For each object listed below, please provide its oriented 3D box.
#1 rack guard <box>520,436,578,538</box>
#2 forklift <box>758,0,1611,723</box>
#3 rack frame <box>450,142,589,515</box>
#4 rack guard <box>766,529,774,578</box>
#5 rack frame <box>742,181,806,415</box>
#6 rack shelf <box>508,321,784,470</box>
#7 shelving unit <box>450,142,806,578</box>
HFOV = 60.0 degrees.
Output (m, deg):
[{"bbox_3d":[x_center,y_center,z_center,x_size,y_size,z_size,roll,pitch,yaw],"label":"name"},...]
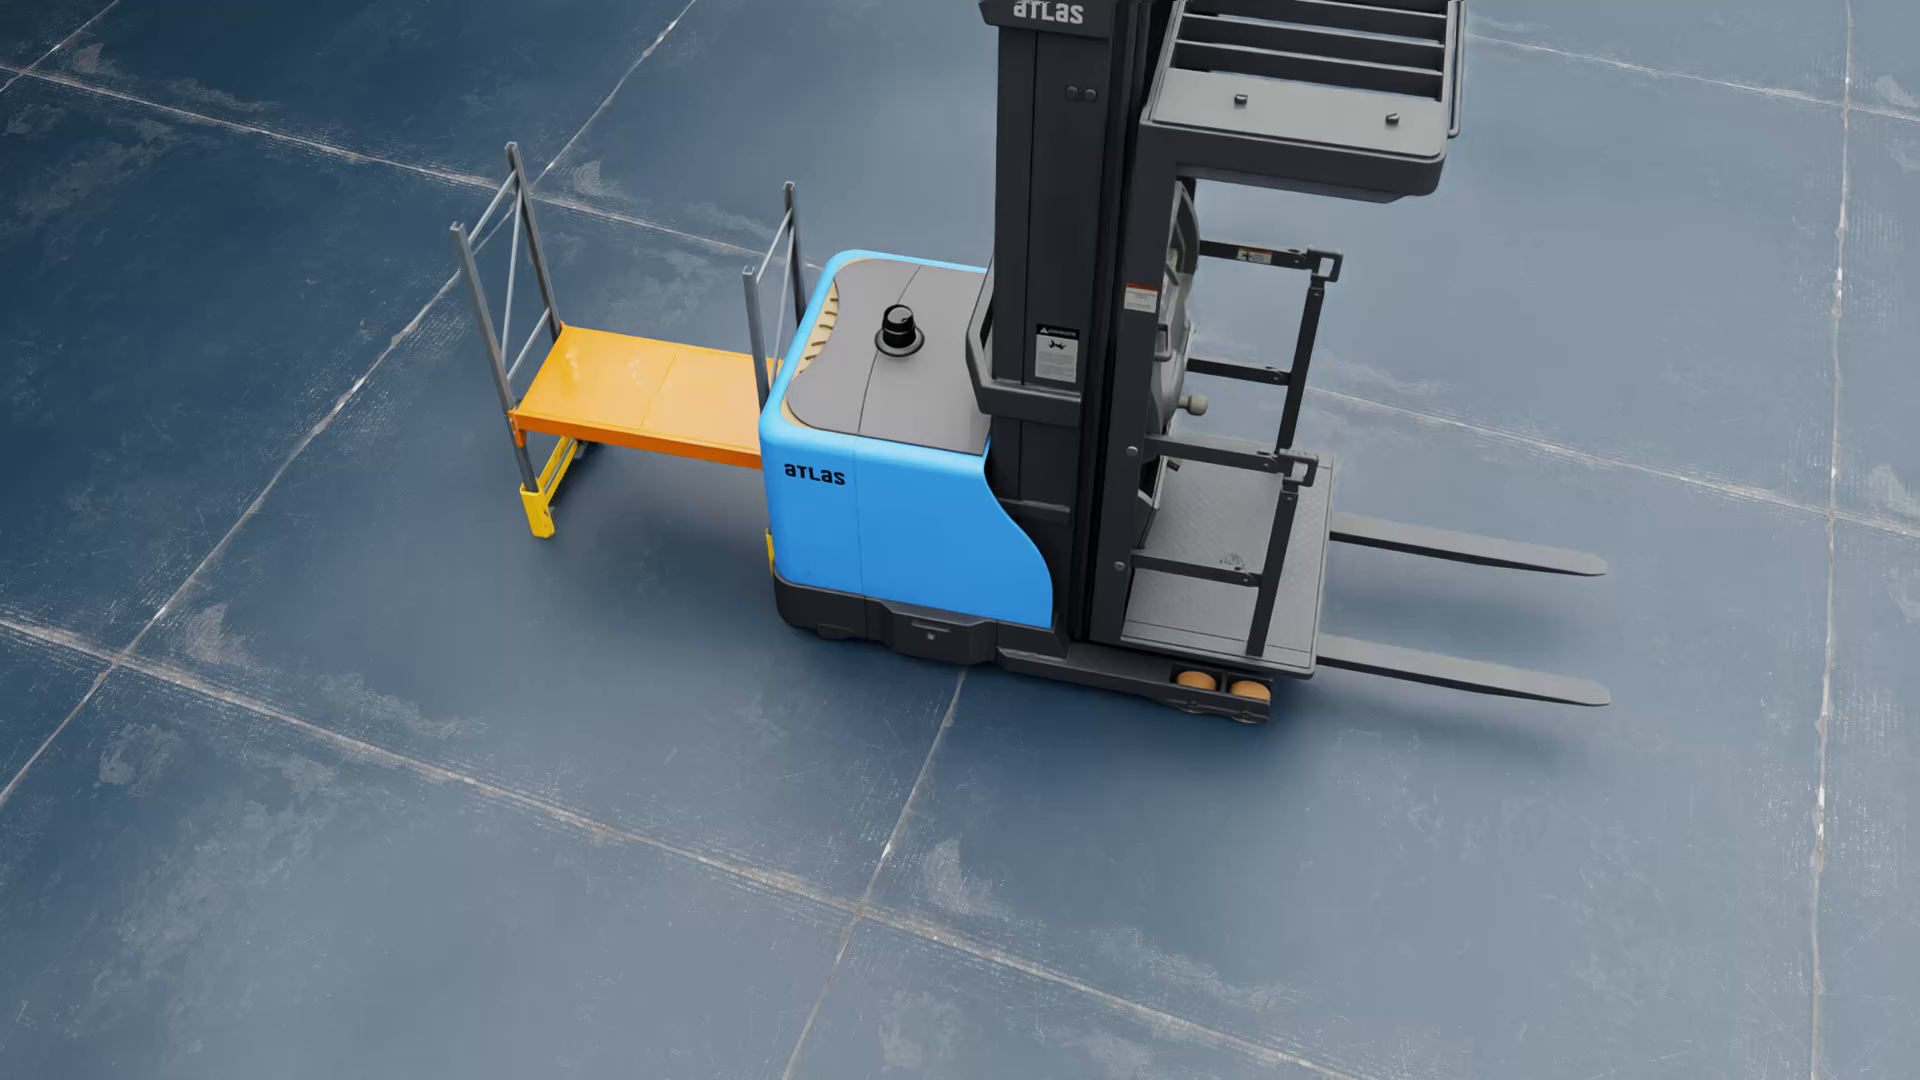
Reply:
[{"bbox_3d":[-1.607,-0.310,6.720,0.087,0.250,0.587,10,50,8],"label":"rack guard"},{"bbox_3d":[0.878,-0.740,5.318,3.031,2.935,1.130,10,50,8],"label":"forklift"},{"bbox_3d":[-1.626,-0.723,6.251,0.032,1.500,0.500,10,50,8],"label":"rack frame"},{"bbox_3d":[-0.636,-0.143,6.575,0.087,0.250,0.587,10,50,8],"label":"rack guard"},{"bbox_3d":[-0.635,-0.552,6.103,0.032,1.500,0.500,10,50,8],"label":"rack frame"},{"bbox_3d":[-1.131,-0.520,6.313,1.000,0.185,0.538,10,50,8],"label":"rack shelf"},{"bbox_3d":[-1.122,-0.636,6.175,1.083,1.500,0.587,10,50,8],"label":"shelving unit"}]
